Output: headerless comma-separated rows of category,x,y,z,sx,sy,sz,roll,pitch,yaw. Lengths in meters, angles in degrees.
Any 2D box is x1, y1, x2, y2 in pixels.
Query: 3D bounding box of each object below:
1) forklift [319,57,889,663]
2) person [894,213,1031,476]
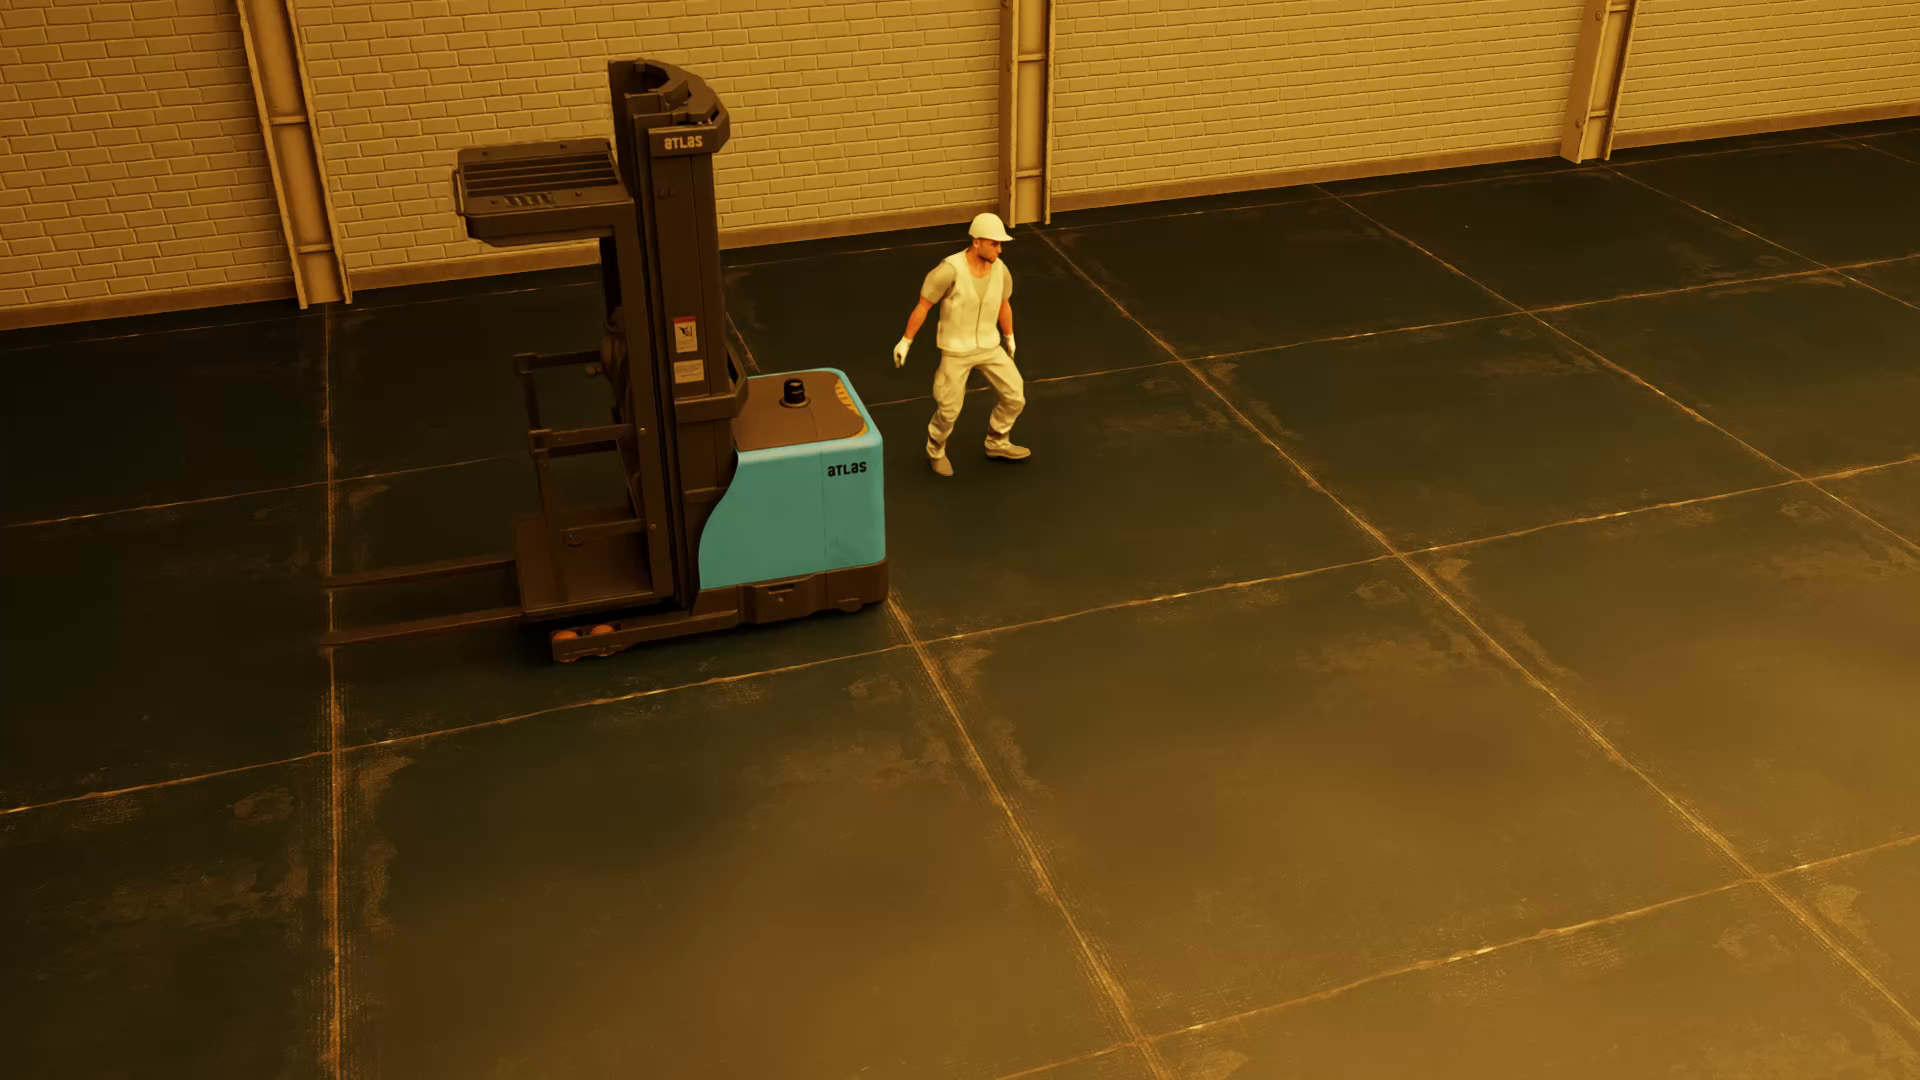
forklift,-1.976,-0.910,8.669,3.031,2.935,1.130,-9,31,-15
person,0.024,-1.203,10.401,0.891,1.757,0.489,-12,32,-20
